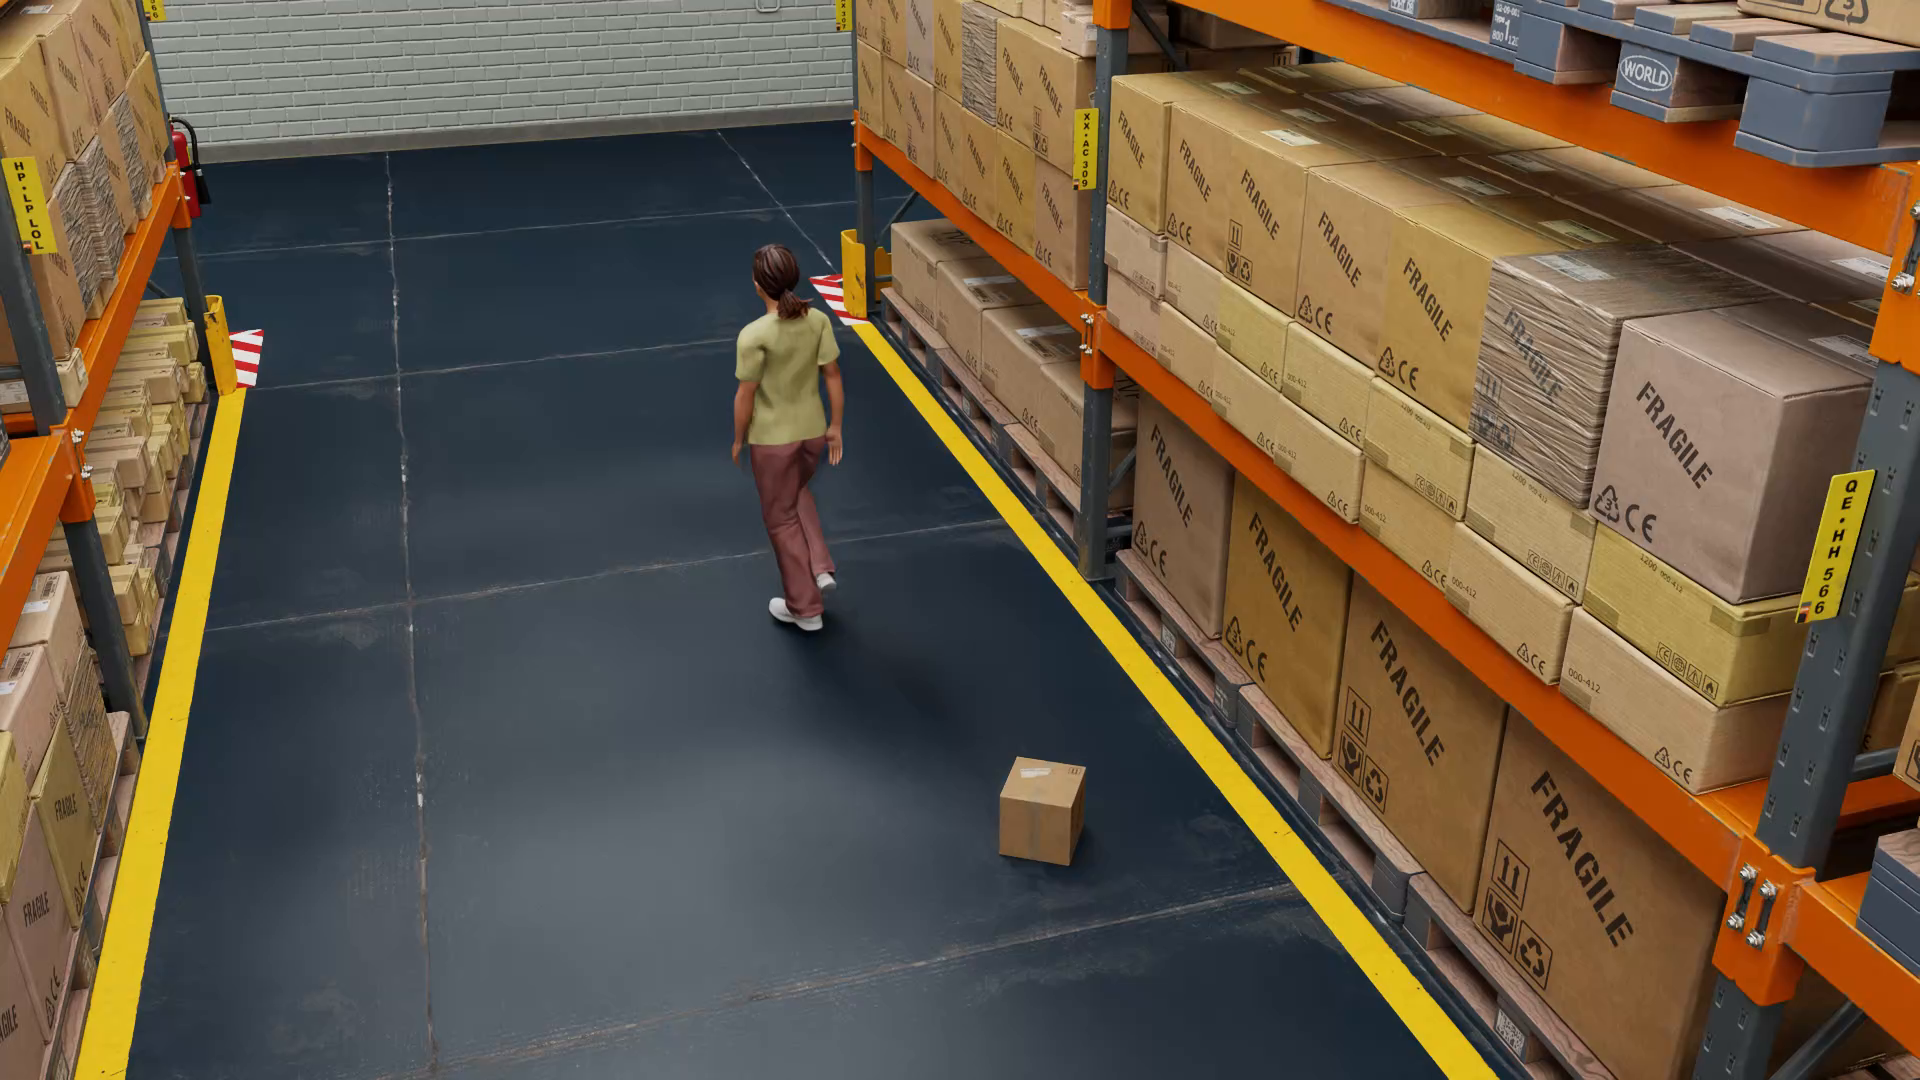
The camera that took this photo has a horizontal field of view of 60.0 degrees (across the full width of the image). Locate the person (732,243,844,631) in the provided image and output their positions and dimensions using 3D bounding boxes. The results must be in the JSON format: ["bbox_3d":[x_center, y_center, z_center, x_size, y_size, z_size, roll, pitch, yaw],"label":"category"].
[{"bbox_3d":[-0.741,-0.412,6.918,0.456,1.693,0.447,-21,33,-36],"label":"person"}]
